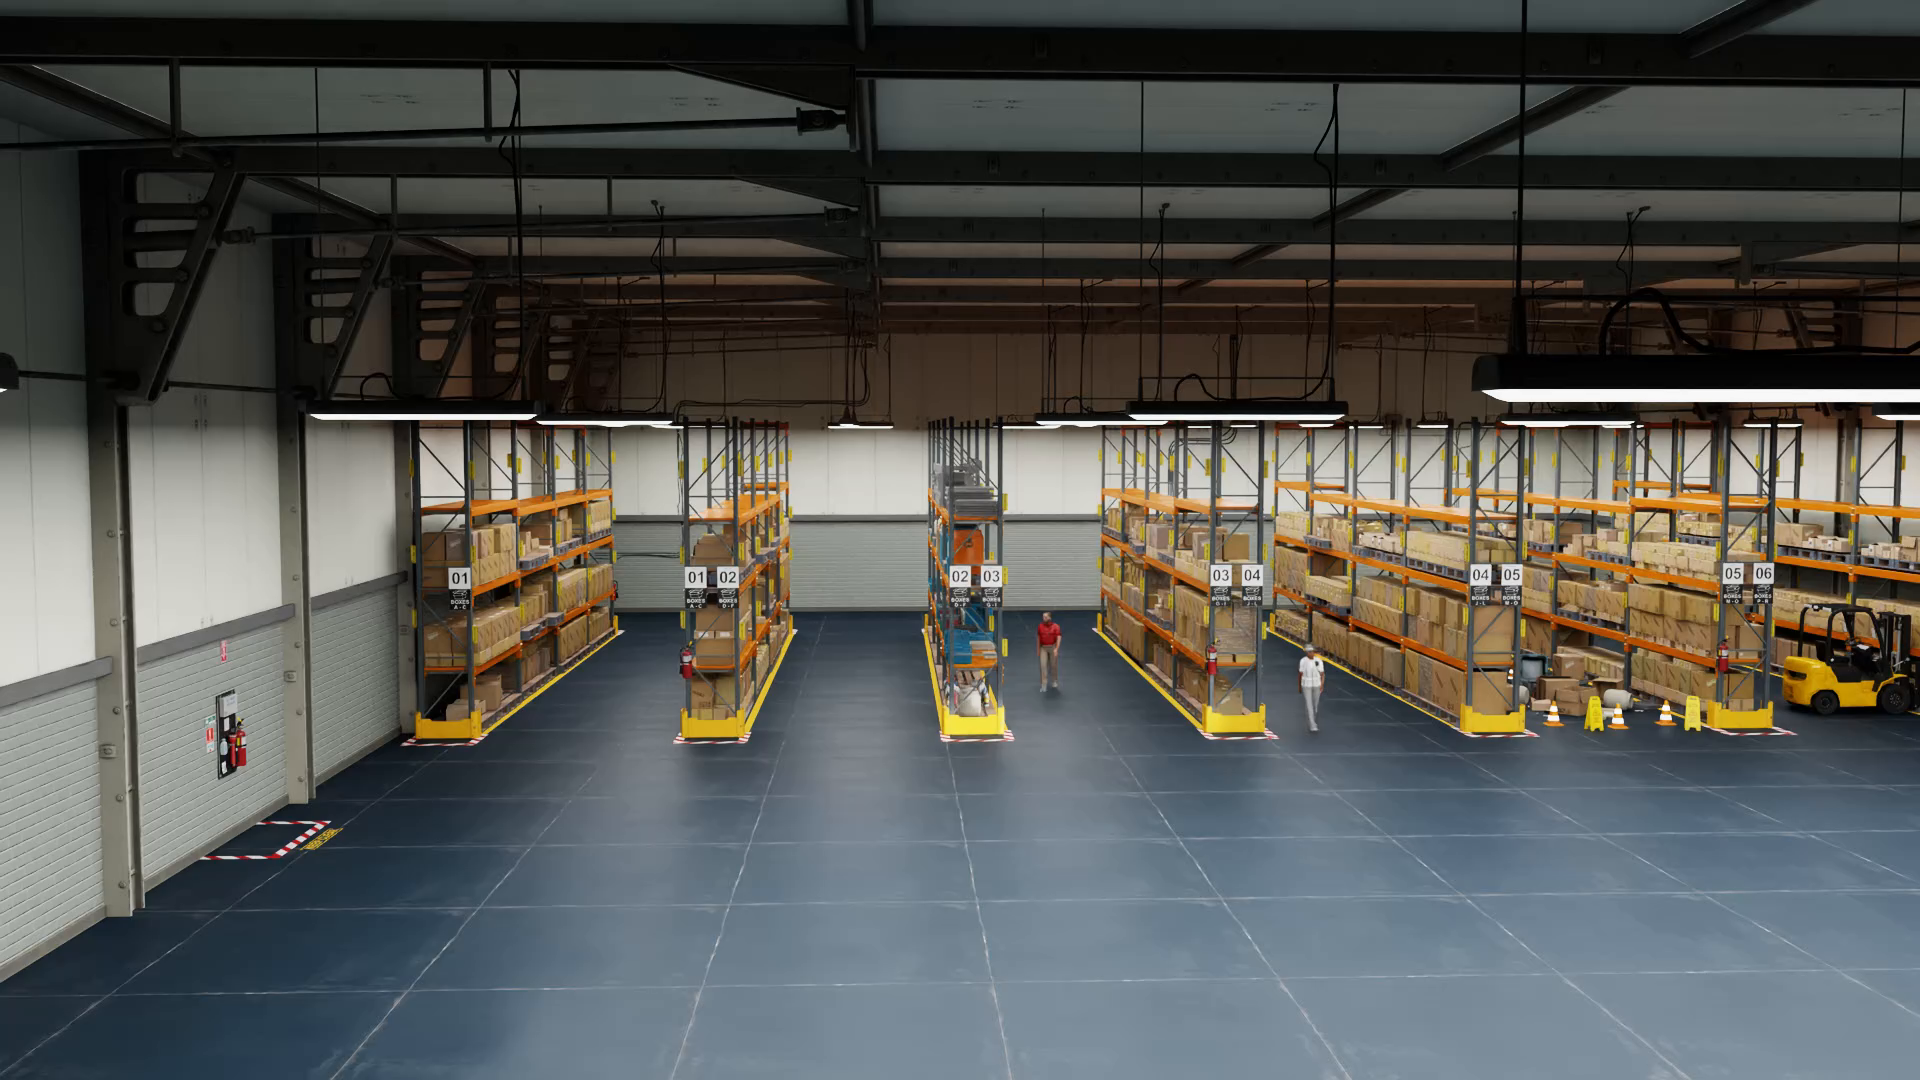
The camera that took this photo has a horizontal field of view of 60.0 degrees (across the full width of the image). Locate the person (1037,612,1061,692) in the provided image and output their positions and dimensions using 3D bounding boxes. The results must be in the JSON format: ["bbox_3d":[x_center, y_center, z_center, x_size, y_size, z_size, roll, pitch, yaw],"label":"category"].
[{"bbox_3d":[1.954,2.458,36.894,0.571,1.717,0.855,1,4,15],"label":"person"}]

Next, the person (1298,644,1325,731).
[{"bbox_3d":[6.733,2.809,31.772,0.467,1.638,0.951,0,4,2],"label":"person"}]
